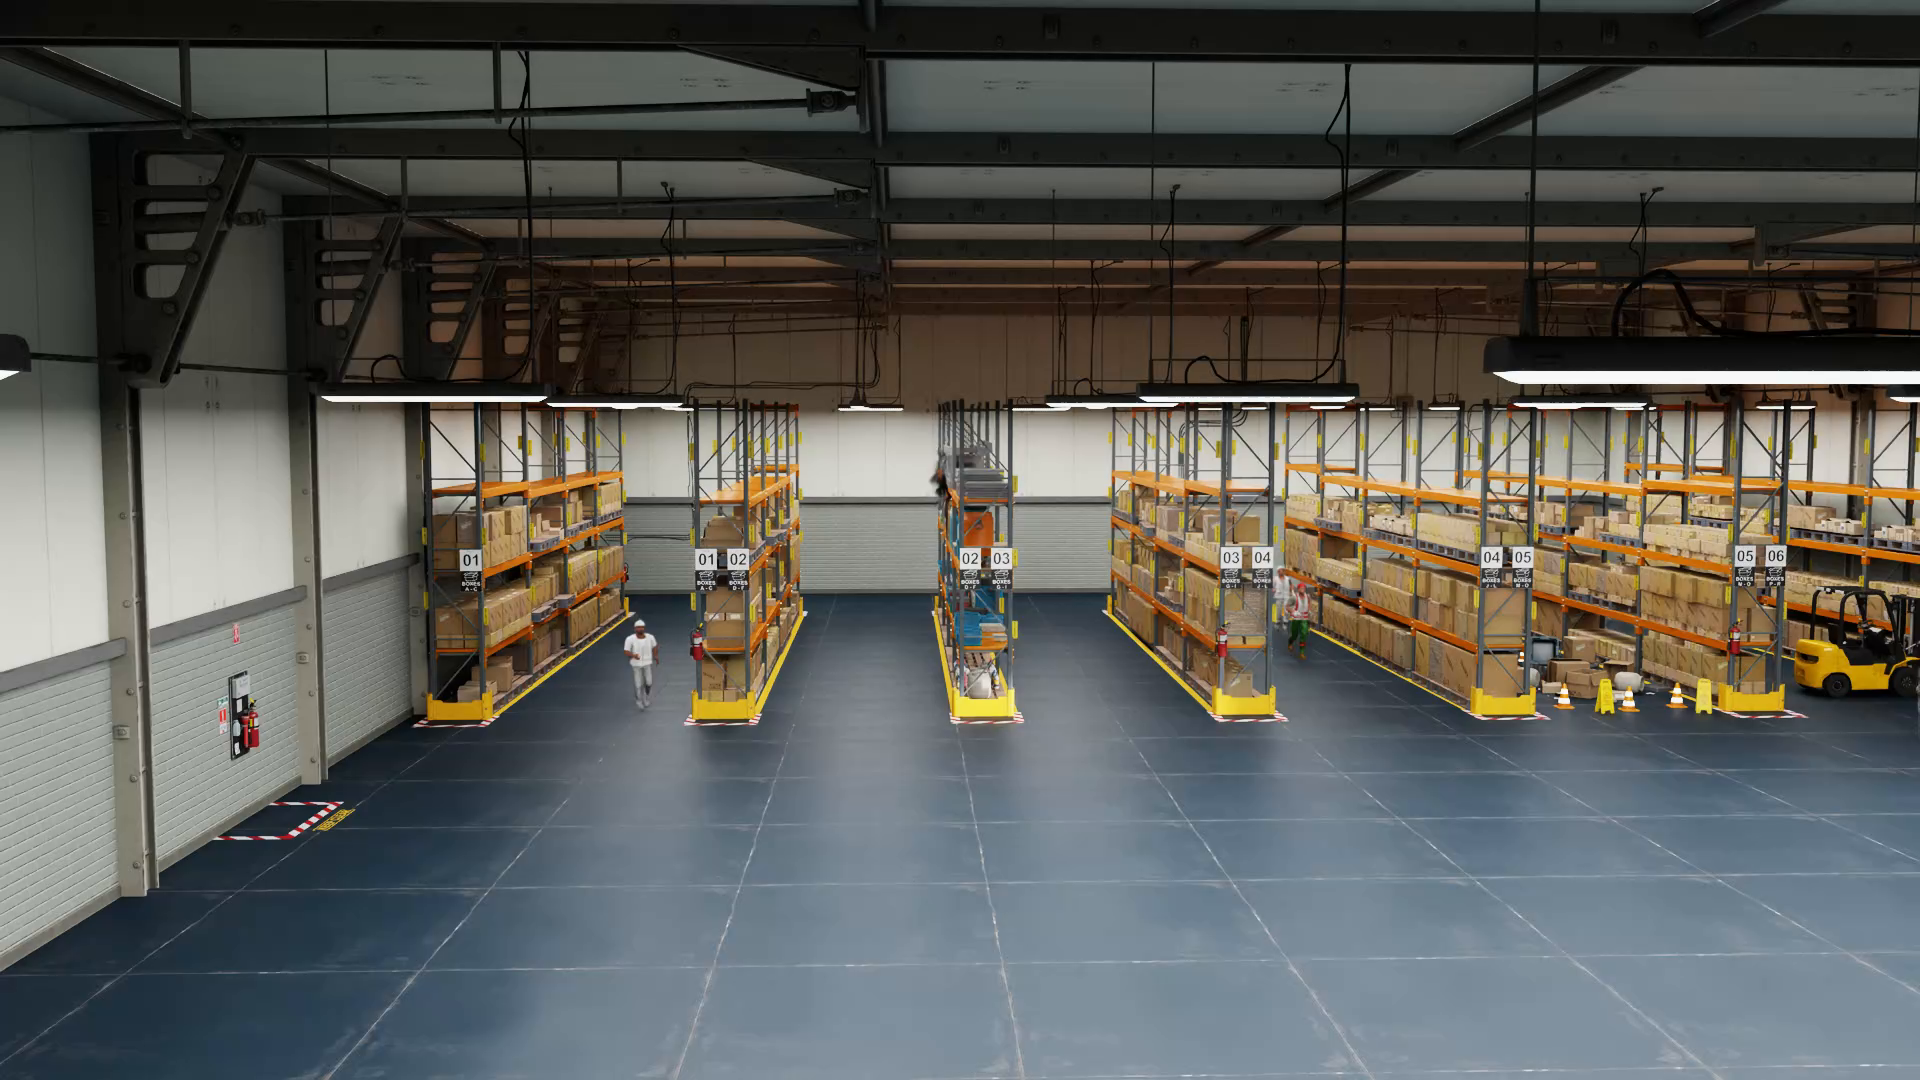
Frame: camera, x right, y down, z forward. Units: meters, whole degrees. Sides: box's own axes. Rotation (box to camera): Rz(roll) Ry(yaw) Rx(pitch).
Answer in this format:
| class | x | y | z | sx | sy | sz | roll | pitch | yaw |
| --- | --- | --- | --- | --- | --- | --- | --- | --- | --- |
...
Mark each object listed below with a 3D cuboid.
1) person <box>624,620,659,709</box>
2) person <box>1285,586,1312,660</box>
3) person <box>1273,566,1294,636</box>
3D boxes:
| class | x | y | z | sx | sy | sz | roll | pitch | yaw |
| --- | --- | --- | --- | --- | --- | --- | --- | --- | --- |
| person | -6.135 | 2.410 | 32.093 | 0.685 | 1.725 | 0.613 | -2 | 5 | -19 |
| person | 7.952 | 1.896 | 39.020 | 0.684 | 1.726 | 1.026 | -1 | 4 | -12 |
| person | 8.375 | 1.566 | 43.207 | 0.666 | 1.802 | 0.766 | 0 | 4 | 1 |
